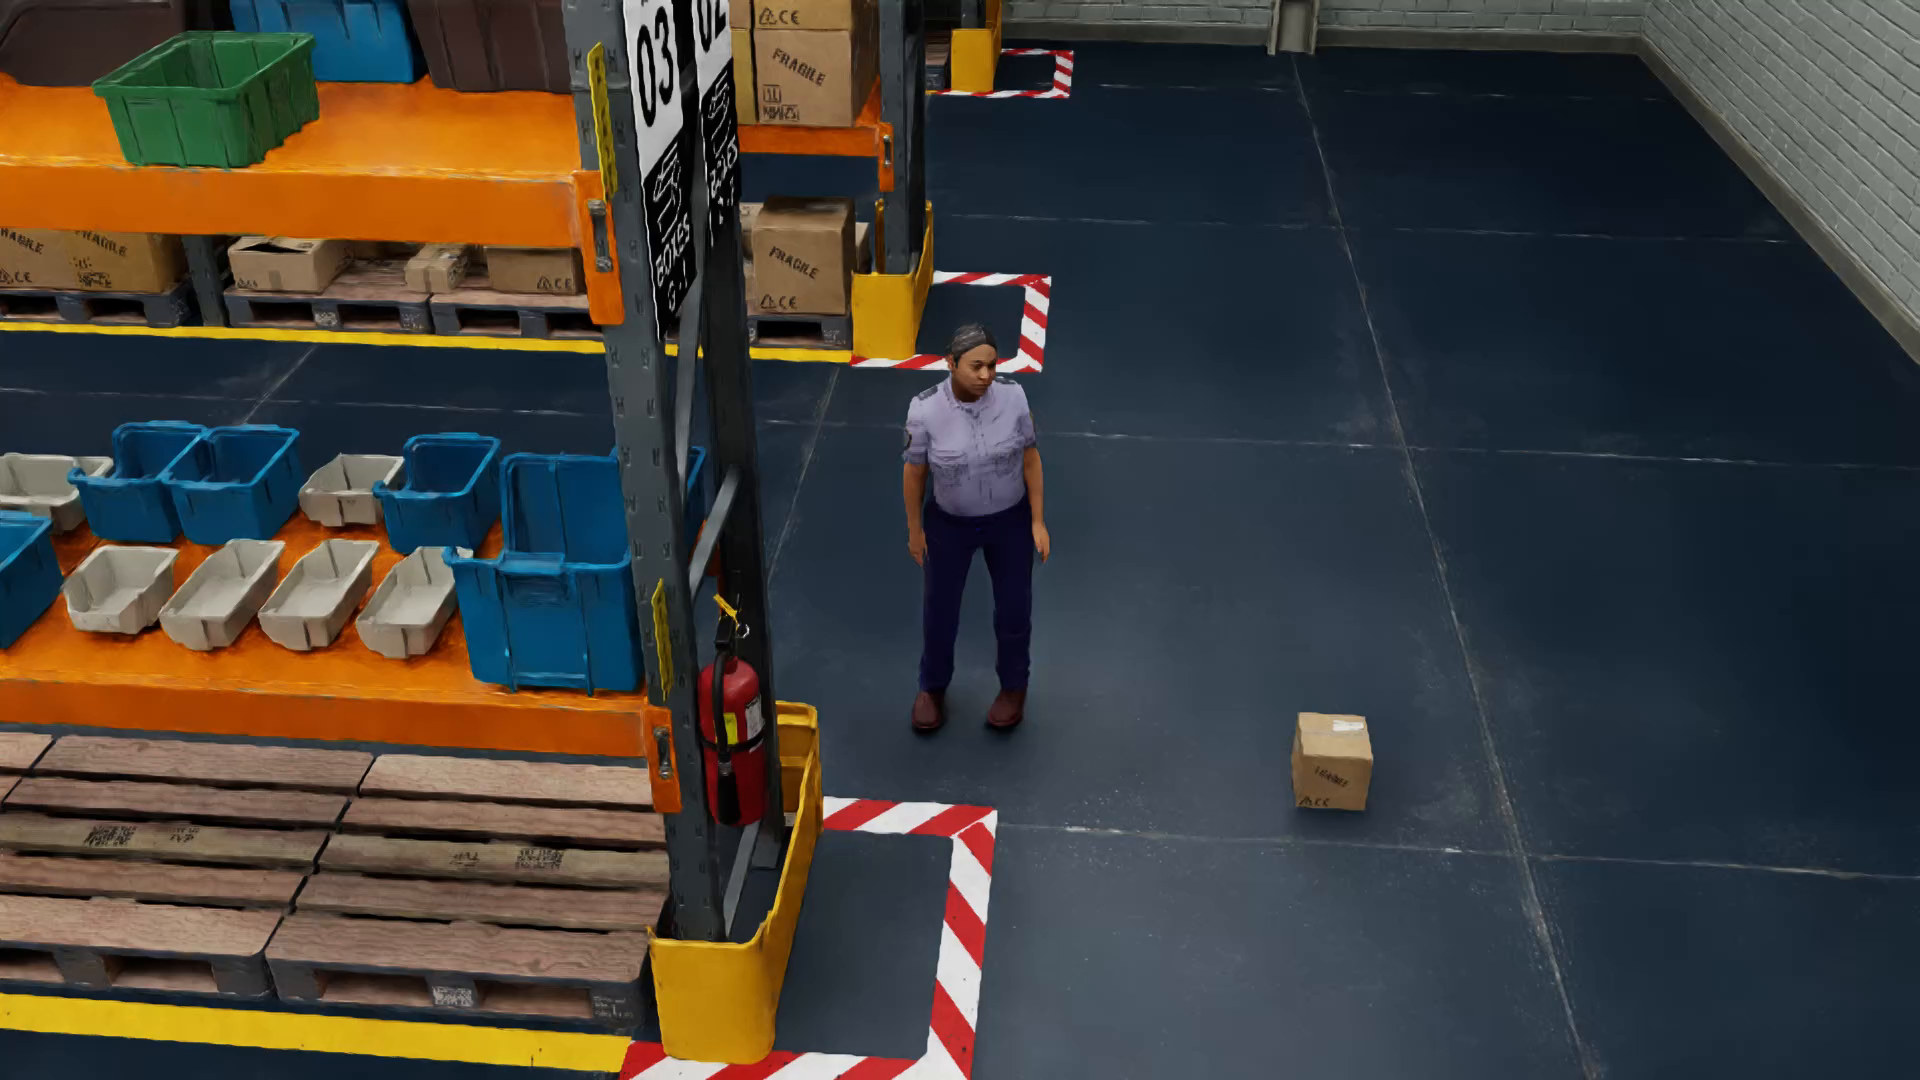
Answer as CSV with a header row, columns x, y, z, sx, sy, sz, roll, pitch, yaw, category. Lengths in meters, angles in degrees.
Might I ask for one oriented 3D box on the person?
x,y,z,sx,sy,sz,roll,pitch,yaw,category
0.058,-0.041,6.176,0.530,1.658,0.372,-5,32,-7,person
